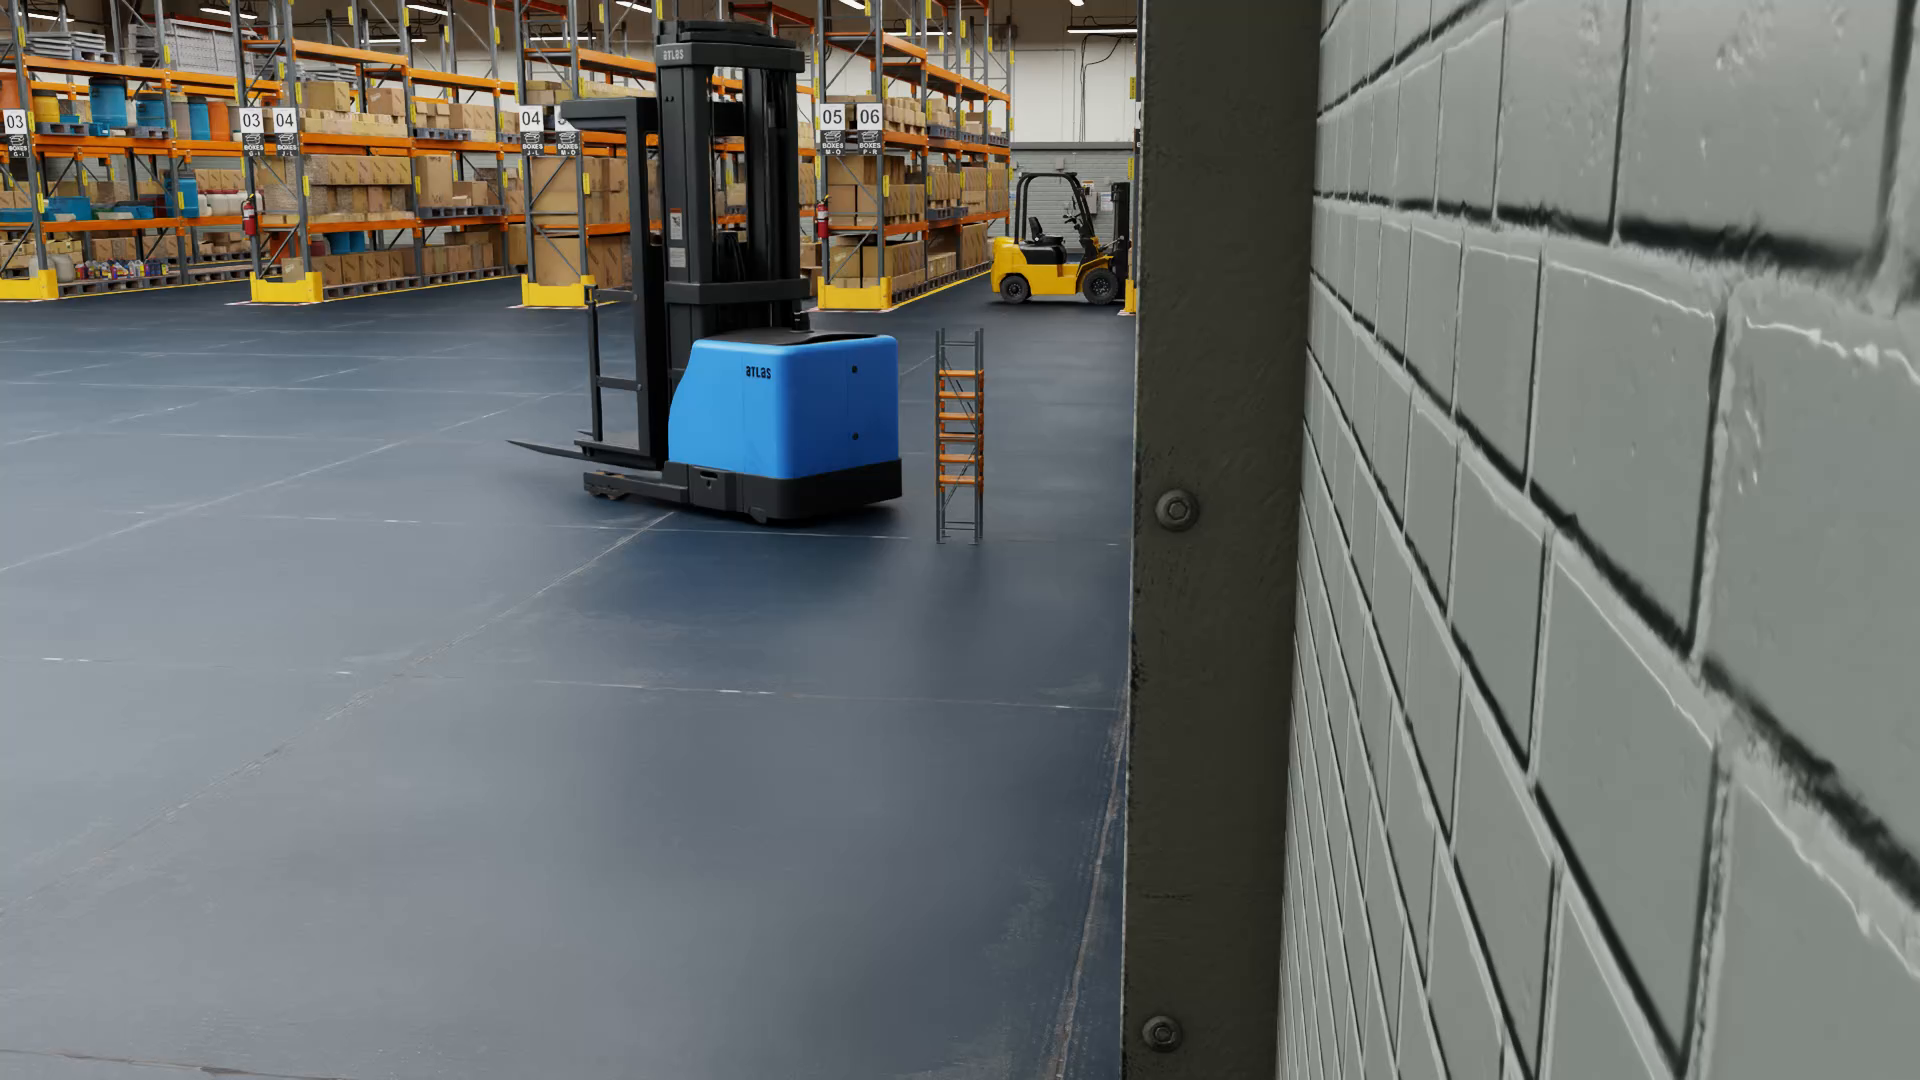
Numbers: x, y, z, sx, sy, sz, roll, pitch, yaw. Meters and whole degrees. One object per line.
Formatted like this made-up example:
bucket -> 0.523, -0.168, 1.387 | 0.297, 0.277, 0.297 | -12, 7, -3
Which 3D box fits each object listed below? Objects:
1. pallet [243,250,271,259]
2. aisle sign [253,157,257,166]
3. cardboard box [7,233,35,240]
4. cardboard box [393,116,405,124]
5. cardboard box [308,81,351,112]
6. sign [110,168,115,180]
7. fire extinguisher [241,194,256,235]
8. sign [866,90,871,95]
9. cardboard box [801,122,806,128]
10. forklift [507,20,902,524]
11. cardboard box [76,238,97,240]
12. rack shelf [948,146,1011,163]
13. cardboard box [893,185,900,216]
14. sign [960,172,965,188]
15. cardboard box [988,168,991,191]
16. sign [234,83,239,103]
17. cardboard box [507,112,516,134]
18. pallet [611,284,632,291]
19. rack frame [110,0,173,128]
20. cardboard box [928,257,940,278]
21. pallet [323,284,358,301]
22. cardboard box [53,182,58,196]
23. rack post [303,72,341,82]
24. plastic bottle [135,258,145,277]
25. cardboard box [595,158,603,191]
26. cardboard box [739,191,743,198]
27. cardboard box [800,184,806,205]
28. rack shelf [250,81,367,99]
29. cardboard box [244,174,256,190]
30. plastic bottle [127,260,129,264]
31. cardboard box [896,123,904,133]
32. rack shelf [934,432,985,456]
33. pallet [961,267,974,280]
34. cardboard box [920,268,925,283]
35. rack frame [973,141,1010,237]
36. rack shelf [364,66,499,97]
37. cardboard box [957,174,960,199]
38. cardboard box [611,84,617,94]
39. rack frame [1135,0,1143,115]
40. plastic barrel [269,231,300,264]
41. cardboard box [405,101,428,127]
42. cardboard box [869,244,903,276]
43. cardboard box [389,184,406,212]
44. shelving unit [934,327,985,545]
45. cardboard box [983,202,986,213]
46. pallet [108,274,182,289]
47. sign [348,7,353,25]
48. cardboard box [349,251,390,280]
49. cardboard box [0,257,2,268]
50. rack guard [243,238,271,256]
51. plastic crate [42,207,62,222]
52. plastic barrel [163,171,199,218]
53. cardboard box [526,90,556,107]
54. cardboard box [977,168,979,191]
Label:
pallet -> -18.968, -7.642, 44.455 | 1.003, 0.211, 1.213 | 2, 12, 9
aisle sign -> -19.115, -10.482, 44.841 | 0.394, 0.787, 0.004 | 2, 12, 9
cardboard box -> -24.129, -7.650, 42.808 | 0.700, 0.500, 0.500 | 2, 12, 9
cardboard box -> -10.657, -7.879, 31.221 | 0.380, 0.149, 0.250 | 2, 12, 10
cardboard box -> -11.013, -7.740, 29.039 | 0.500, 0.500, 0.500 | 2, 12, 8
sign -> -23.196, -10.008, 45.504 | 0.100, 0.325, 0.005 | 2, 12, 9
fire extinguisher -> -11.981, -5.488, 28.023 | 0.296, 0.674, 0.183 | 2, 12, 9
sign -> -1.649, -7.975, 30.098 | 0.100, 0.325, 0.005 | 2, 12, 9
cardboard box -> -4.029, -10.277, 41.165 | 0.380, 0.149, 0.250 | 2, 12, 10
forklift -> -1.816, -1.762, 10.714 | 3.031, 2.935, 1.130 | 10, 16, 39
cardboard box -> -20.153, -6.717, 38.433 | 0.500, 0.500, 0.500 | 2, 12, 11
rack shelf -> 0.437, -9.243, 39.849 | 1.077, 0.370, 4.000 | 2, 12, 9
cardboard box -> -1.292, -5.606, 27.441 | 0.500, 0.500, 0.500 | 2, 12, 10
sign -> 0.052, -7.391, 34.108 | 0.100, 0.325, 0.005 | 2, 12, 9
cardboard box -> 0.442, -8.341, 38.465 | 0.500, 0.500, 0.500 | 2, 12, 9
sign -> -12.053, -7.456, 27.750 | 0.100, 0.325, 0.005 | 2, 12, 9
cardboard box -> -10.209, -9.233, 36.860 | 0.500, 0.500, 0.500 | 3, 12, 12
pallet -> -6.387, -4.412, 29.466 | 1.003, 0.211, 1.213 | 2, 12, 9
rack frame -> -15.787, -9.461, 32.033 | 1.000, 3.000, 0.127 | 2, 12, 9
cardboard box -> -0.915, -5.226, 31.865 | 0.950, 0.372, 0.625 | 3, 12, 12
pallet -> -11.336, -4.356, 29.203 | 1.003, 0.211, 1.213 | 2, 12, 9
cardboard box -> -24.026, -9.077, 43.780 | 0.980, 0.700, 0.700 | 1, 12, 6
rack post -> -14.742, -10.456, 37.839 | 0.937, 0.300, 0.954 | 3, 13, 15
plastic bottle -> -15.680, -5.198, 31.735 | 0.144, 0.351, 0.185 | 2, 12, 8
cardboard box -> -6.534, -6.148, 27.981 | 0.875, 0.550, 0.550 | 2, 12, 9
cardboard box -> -4.964, -7.557, 36.333 | 0.380, 0.149, 0.250 | 2, 12, 9
cardboard box -> -4.129, -8.563, 41.166 | 0.500, 0.500, 0.500 | 2, 12, 9
rack shelf -> -14.864, -10.163, 37.946 | 1.077, 0.370, 4.000 | 2, 12, 9
cardboard box -> -18.784, -9.410, 43.428 | 0.500, 0.500, 0.500 | 2, 12, 10
plastic bottle -> -16.186, -5.292, 32.331 | 0.061, 0.283, 0.133 | 2, 12, 9
cardboard box -> -1.149, -6.885, 27.797 | 0.380, 0.149, 0.250 | 2, 12, 9
rack shelf -> -0.002, -0.540, 9.362 | 0.258, 0.103, 0.180 | 2, 12, 9
pallet -> -0.290, -5.678, 35.338 | 1.003, 0.211, 1.213 | 2, 12, 9
cardboard box -> -0.926, -4.776, 30.064 | 0.500, 0.250, 0.500 | 2, 12, 11
rack frame -> 0.745, -8.545, 42.021 | 1.000, 3.000, 0.127 | 2, 12, 9
rack shelf -> -10.585, -9.169, 33.338 | 1.077, 0.370, 4.000 | 2, 12, 9
cardboard box -> -0.281, -7.175, 33.727 | 0.500, 0.500, 0.500 | 2, 12, 7
cardboard box -> -6.060, -7.664, 28.287 | 0.380, 0.149, 0.250 | 2, 12, 8
rack frame -> 3.190, -7.987, 25.192 | 1.000, 3.000, 0.127 | 2, 12, 9
plastic barrel -> -15.113, -6.608, 37.188 | 0.600, 0.830, 0.708 | 2, 12, 9
cardboard box -> -10.722, -8.184, 31.988 | 0.797, 0.503, 0.637 | 1, 12, 6
cardboard box -> -1.239, -4.715, 27.999 | 0.500, 0.500, 0.500 | 1, 12, 7
cardboard box -> -11.023, -6.470, 31.453 | 0.875, 0.500, 0.500 | 2, 12, 9
shelving unit -> -0.002, -0.584, 9.353 | 0.258, 1.200, 0.189 | 2, 12, 9
cardboard box -> 0.310, -7.537, 37.702 | 0.500, 0.250, 0.500 | 2, 12, 7
pallet -> -15.931, -5.027, 32.316 | 1.003, 0.211, 1.213 | 2, 12, 9
sign -> -11.442, -9.851, 31.251 | 0.100, 0.325, 0.005 | 2, 12, 9
cardboard box -> -11.074, -5.150, 31.205 | 0.500, 0.500, 0.500 | 6, 14, 27
cardboard box -> -20.294, -5.733, 34.505 | 0.500, 0.250, 0.500 | 2, 12, 10
rack guard -> -18.847, -7.950, 45.194 | 1.175, 0.500, 0.348 | 2, 12, 9
plastic crate -> -16.515, -5.872, 29.972 | 0.499, 0.251, 0.408 | 2, 12, 9
plastic barrel -> -15.428, -6.844, 32.940 | 0.600, 0.901, 0.708 | 2, 12, 9
cardboard box -> -6.823, -7.257, 27.342 | 0.500, 0.250, 0.500 | 2, 12, 9
cardboard box -> 0.140, -7.936, 36.585 | 0.500, 0.500, 0.500 | 2, 12, 10
